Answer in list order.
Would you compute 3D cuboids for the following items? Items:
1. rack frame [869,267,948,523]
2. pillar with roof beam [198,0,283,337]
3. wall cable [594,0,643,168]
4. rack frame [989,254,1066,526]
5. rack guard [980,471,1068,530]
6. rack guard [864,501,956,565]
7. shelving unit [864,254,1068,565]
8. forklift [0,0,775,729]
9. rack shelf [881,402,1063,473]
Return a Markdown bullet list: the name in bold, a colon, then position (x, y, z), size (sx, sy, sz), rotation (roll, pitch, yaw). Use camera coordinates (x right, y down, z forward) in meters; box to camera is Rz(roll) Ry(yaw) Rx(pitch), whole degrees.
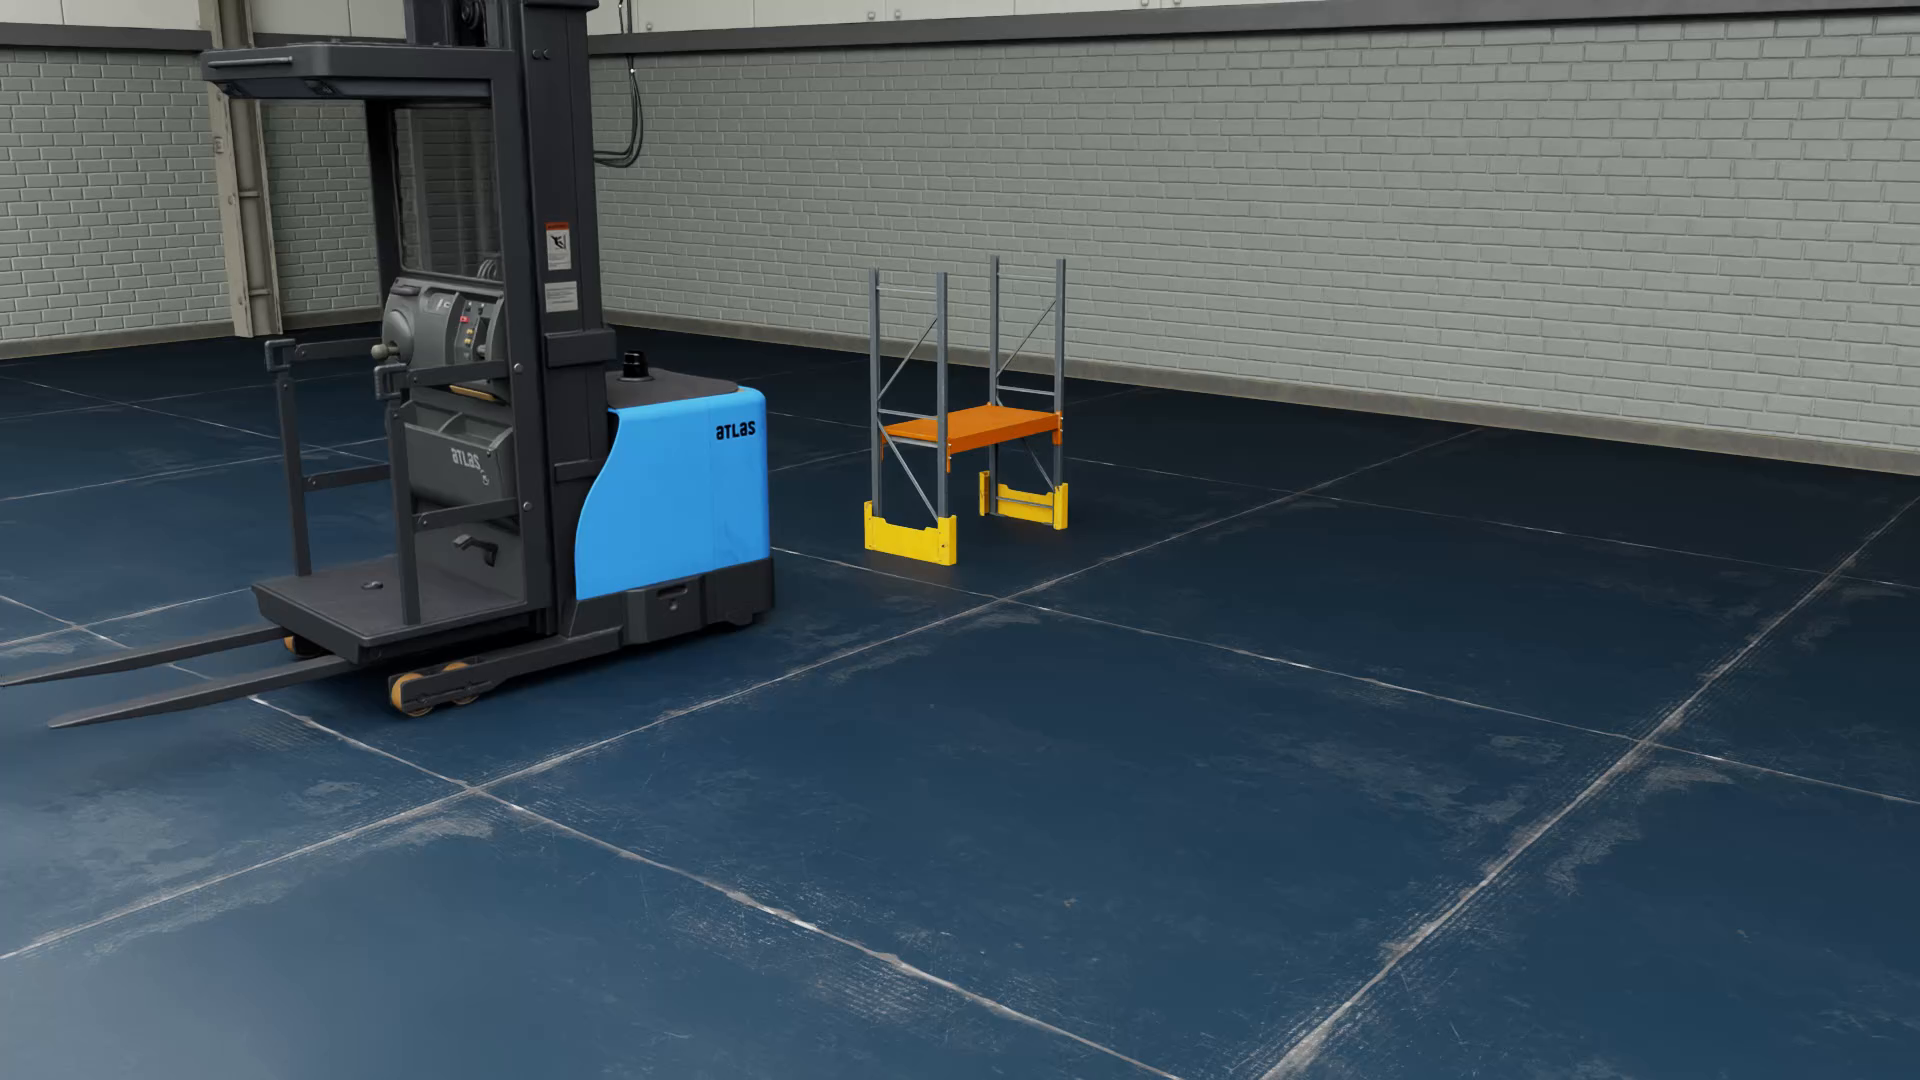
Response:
- **rack frame**: position (-0.266, -0.646, 8.619), size (0.500, 1.500, 0.032), rotation (11, 18, 38)
- **pillar with roof beam**: position (-4.143, -5.890, 14.034), size (9.100, 9.000, 0.400), rotation (11, 18, 38)
- **wall cable**: position (-4.611, -5.411, 18.454), size (3.097, 2.526, 0.112), rotation (11, 18, 38)
- **rack frame**: position (0.373, -0.841, 9.386), size (0.500, 1.500, 0.032), rotation (11, 18, 38)
- **rack guard**: position (0.361, -0.231, 9.525), size (0.587, 0.250, 0.087), rotation (11, 18, 38)
- **rack guard**: position (-0.265, -0.040, 8.774), size (0.587, 0.250, 0.087), rotation (11, 18, 38)
- **shelving unit**: position (0.048, -0.742, 8.996), size (0.587, 1.500, 1.083), rotation (11, 18, 38)
- **forklift**: position (-2.258, -0.881, 6.638), size (3.031, 2.935, 1.130), rotation (-13, 19, -42)
- **rack shelf**: position (0.054, -0.569, 9.047), size (0.538, 0.185, 1.000), rotation (11, 18, 38)
